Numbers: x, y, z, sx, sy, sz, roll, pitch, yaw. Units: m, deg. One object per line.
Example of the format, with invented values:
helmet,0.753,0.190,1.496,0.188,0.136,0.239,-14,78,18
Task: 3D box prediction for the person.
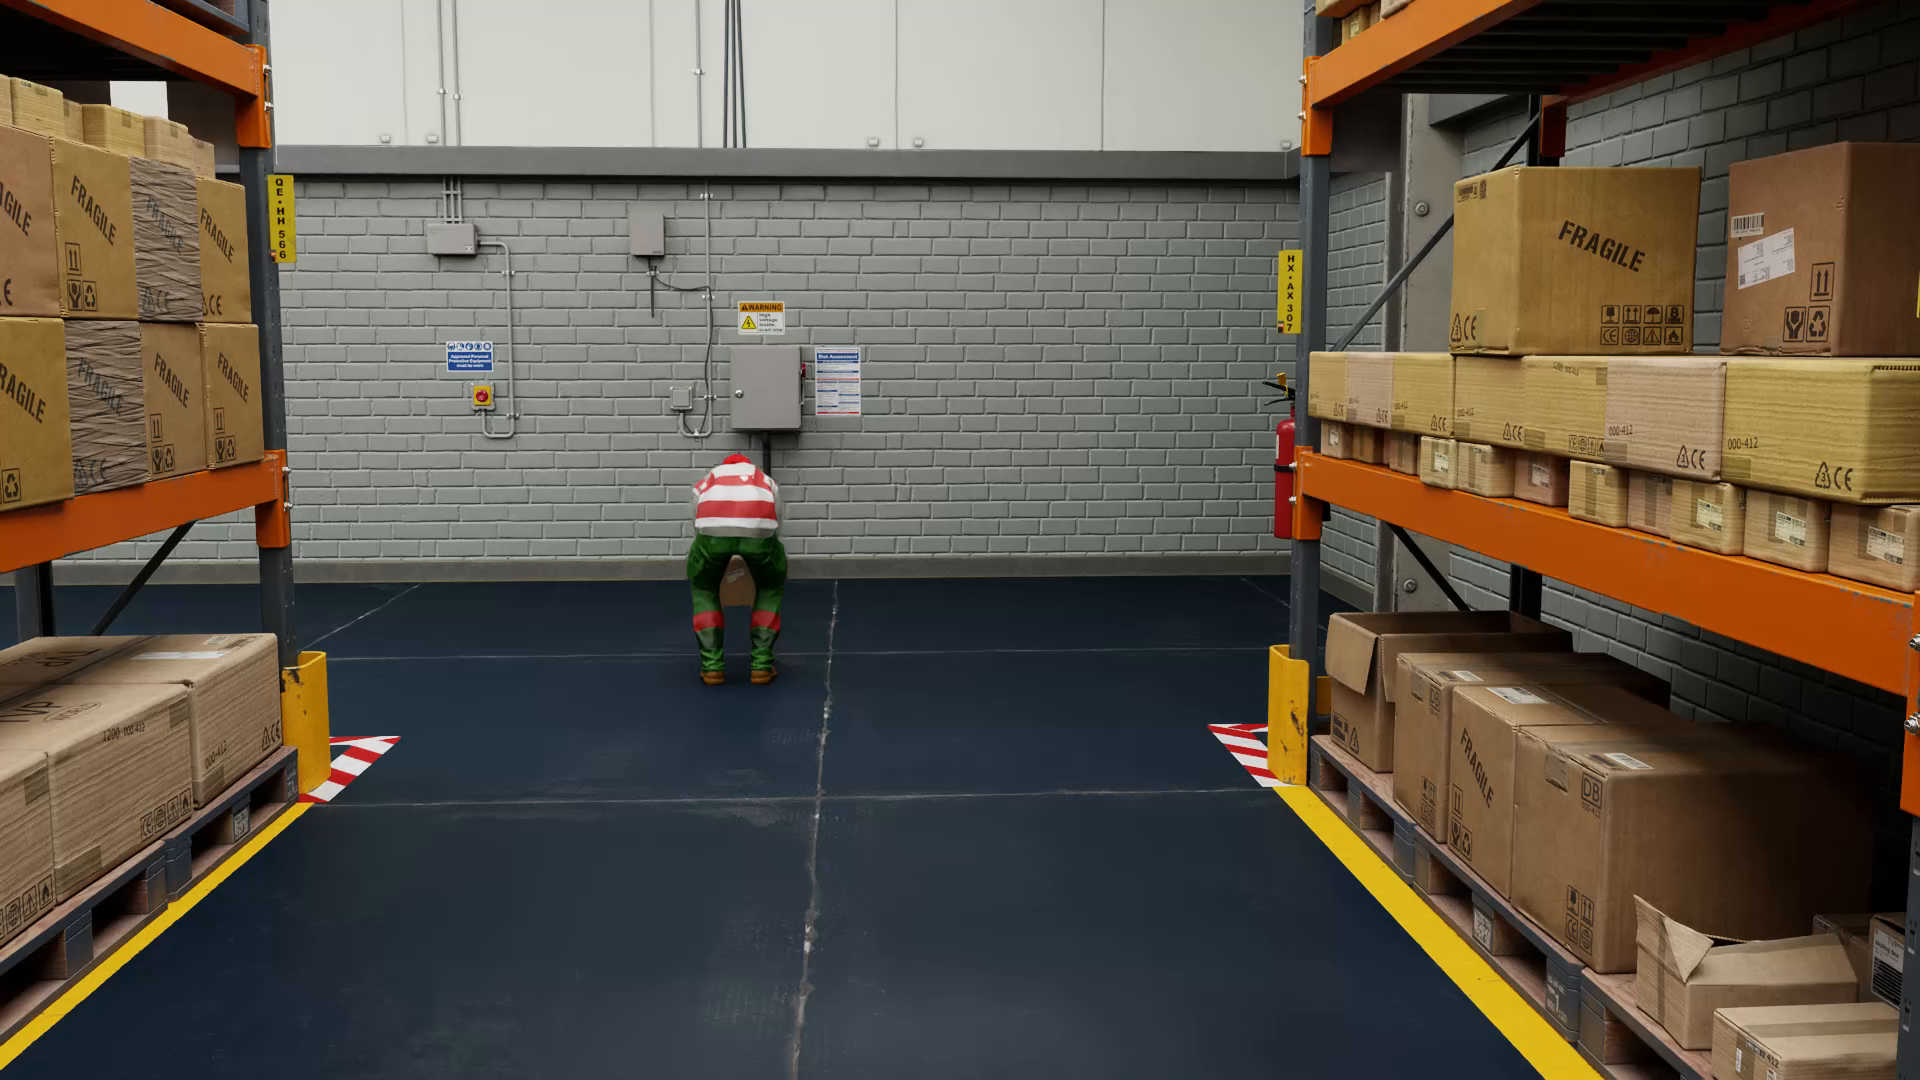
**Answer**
person,-1.169,0.139,8.733,0.523,1.134,0.951,-1,7,-6
